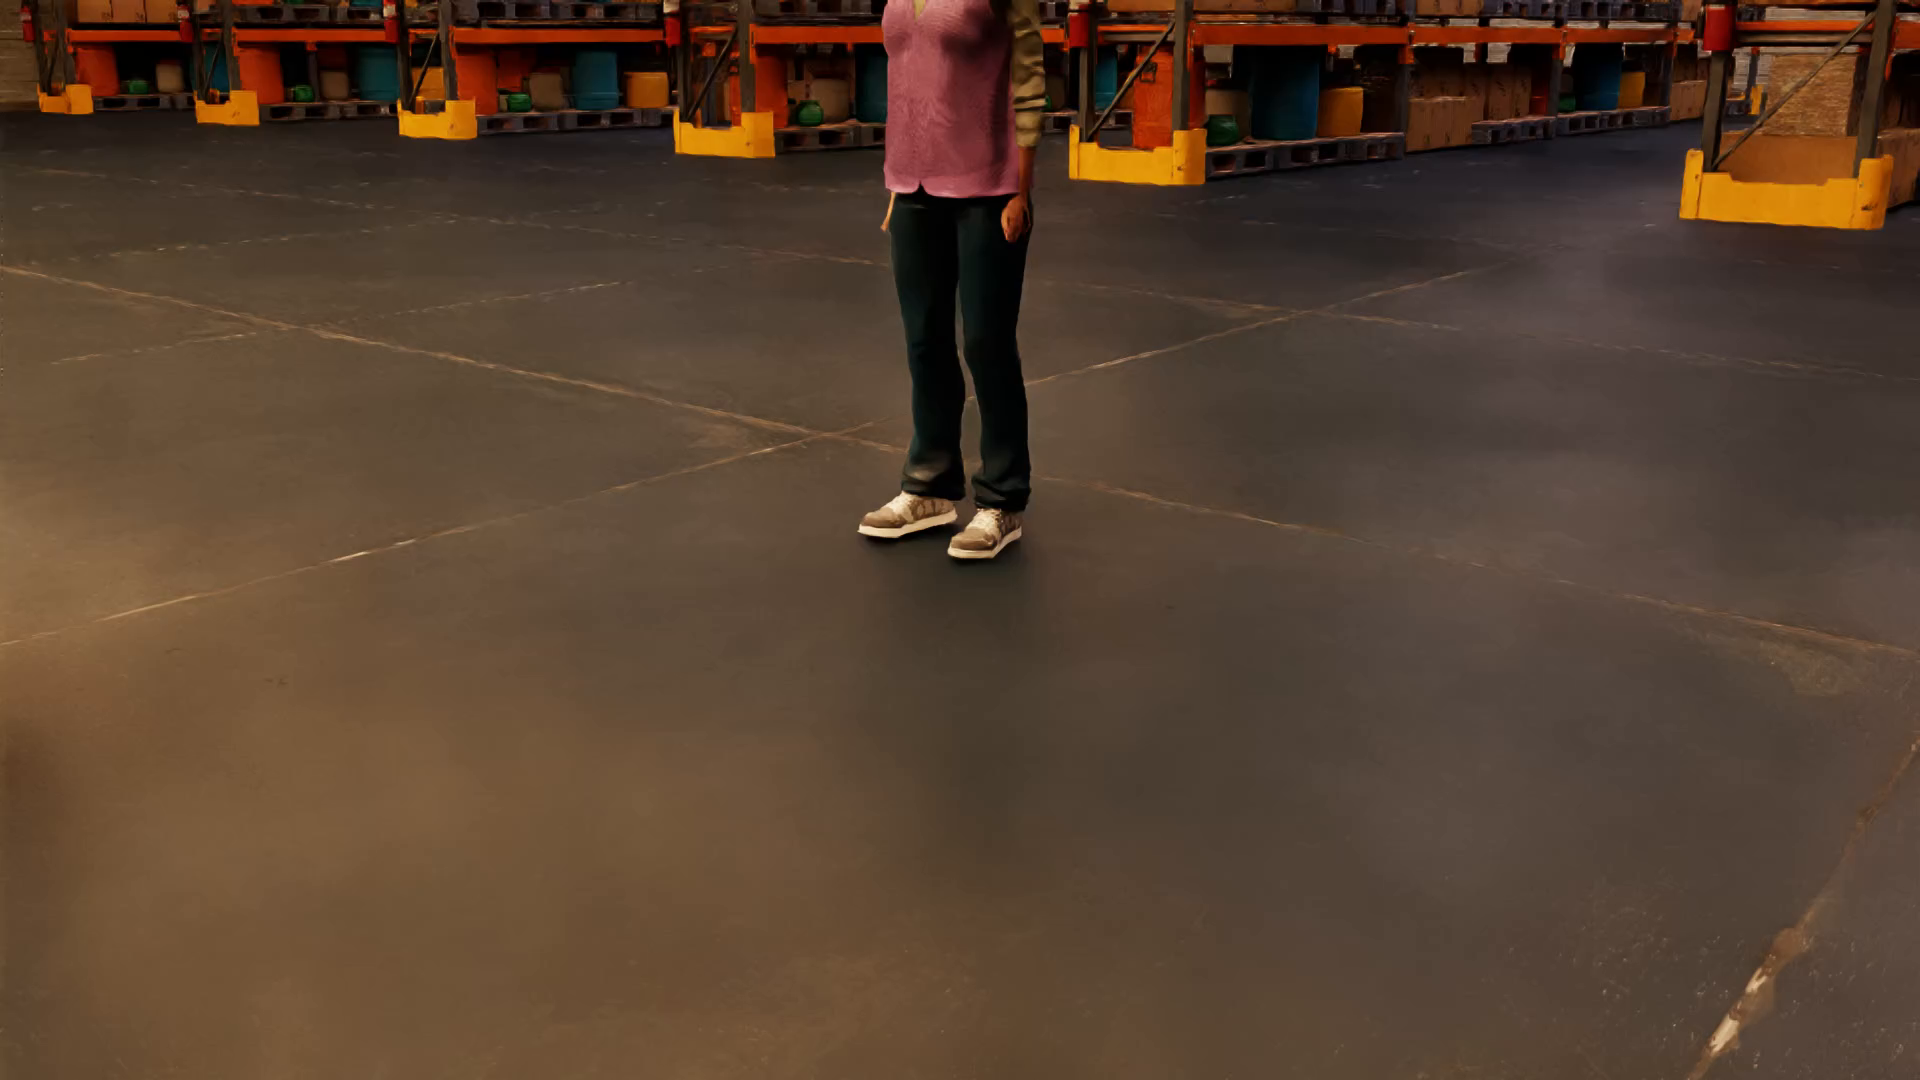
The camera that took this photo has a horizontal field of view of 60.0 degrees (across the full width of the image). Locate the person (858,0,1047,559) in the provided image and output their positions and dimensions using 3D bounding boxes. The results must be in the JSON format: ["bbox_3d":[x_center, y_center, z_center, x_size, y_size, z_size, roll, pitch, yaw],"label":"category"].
[{"bbox_3d":[-0.006,-0.763,3.703,0.405,1.604,0.311,13,21,37],"label":"person"}]
